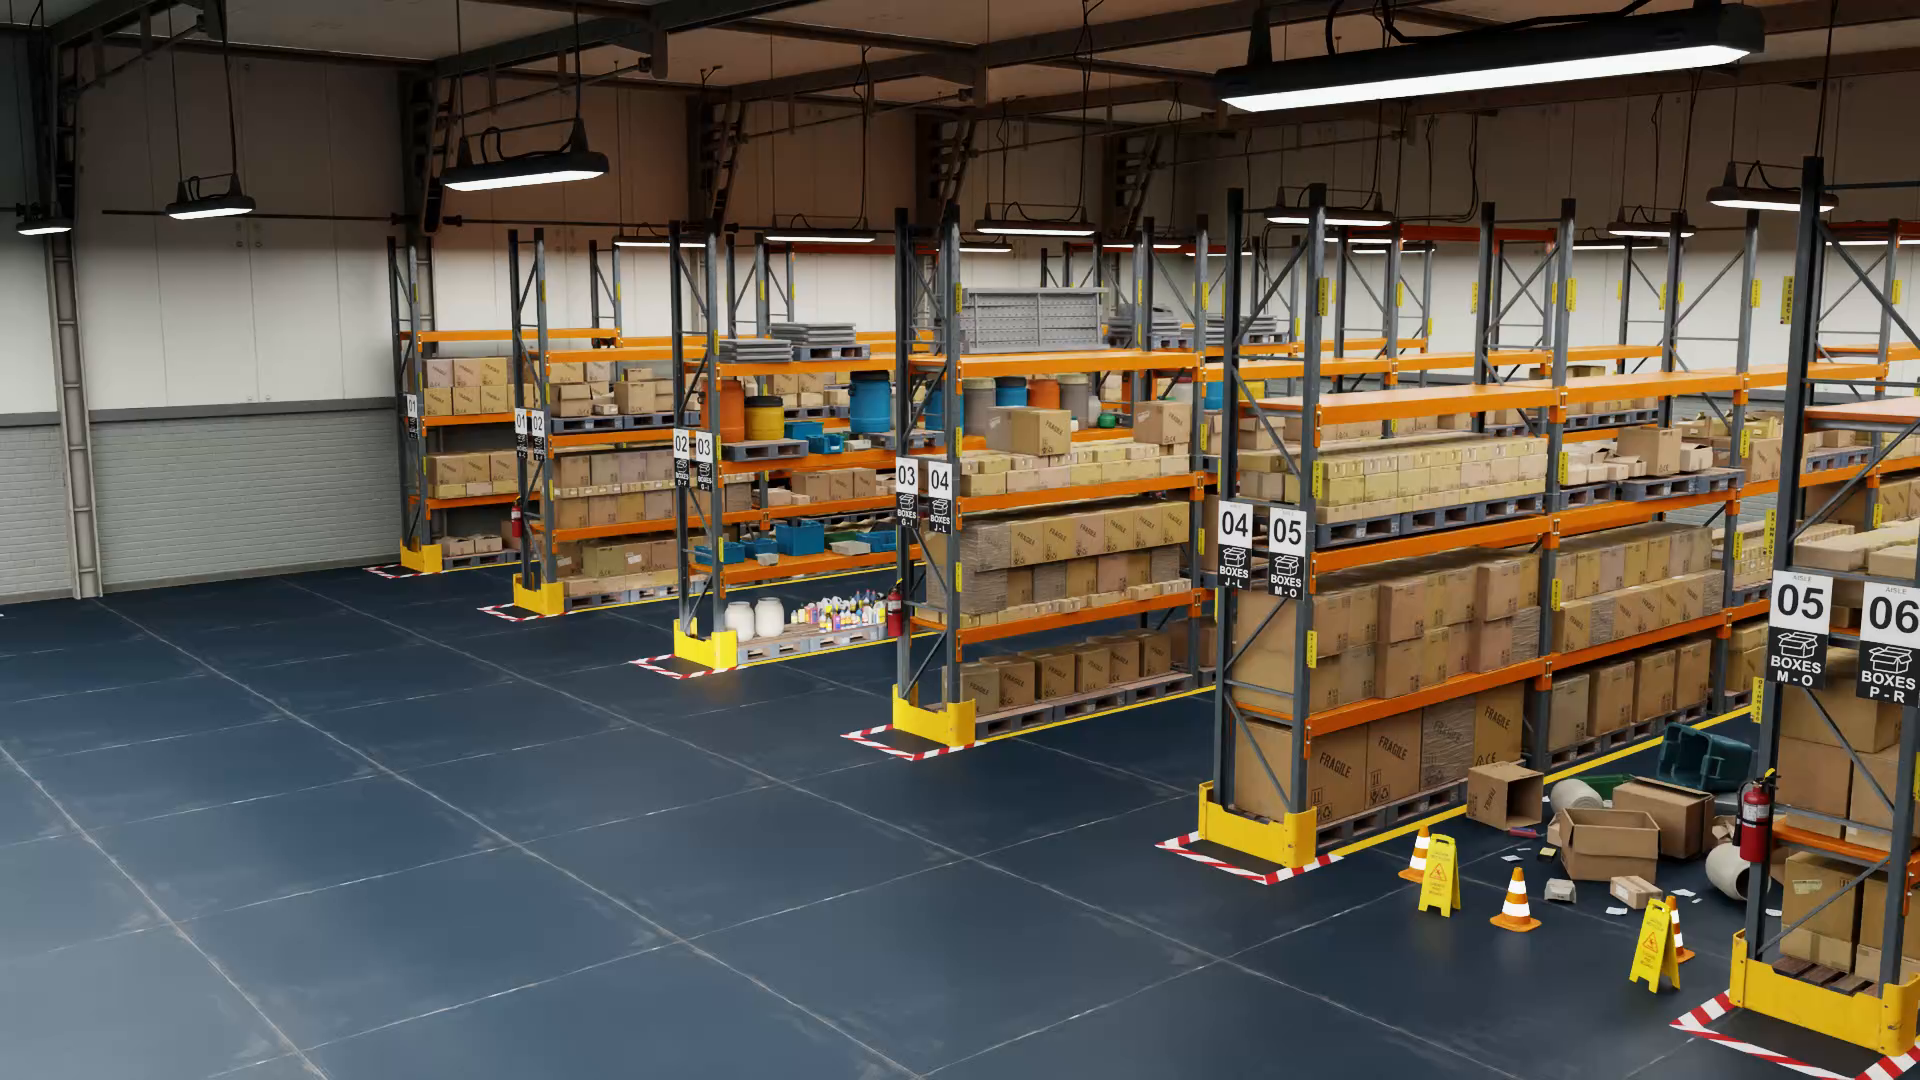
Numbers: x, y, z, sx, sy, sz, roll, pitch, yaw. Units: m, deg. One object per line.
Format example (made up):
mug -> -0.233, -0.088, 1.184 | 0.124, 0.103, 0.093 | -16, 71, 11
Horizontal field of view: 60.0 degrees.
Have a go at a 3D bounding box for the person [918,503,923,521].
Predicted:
person -> -0.680, -1.125, 35.708 | 0.553, 1.609, 0.880 | 7, 11, 39

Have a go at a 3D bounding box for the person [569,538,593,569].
person -> -6.754, -0.258, 29.817 | 0.649, 1.743, 0.749 | 1, 9, 5
